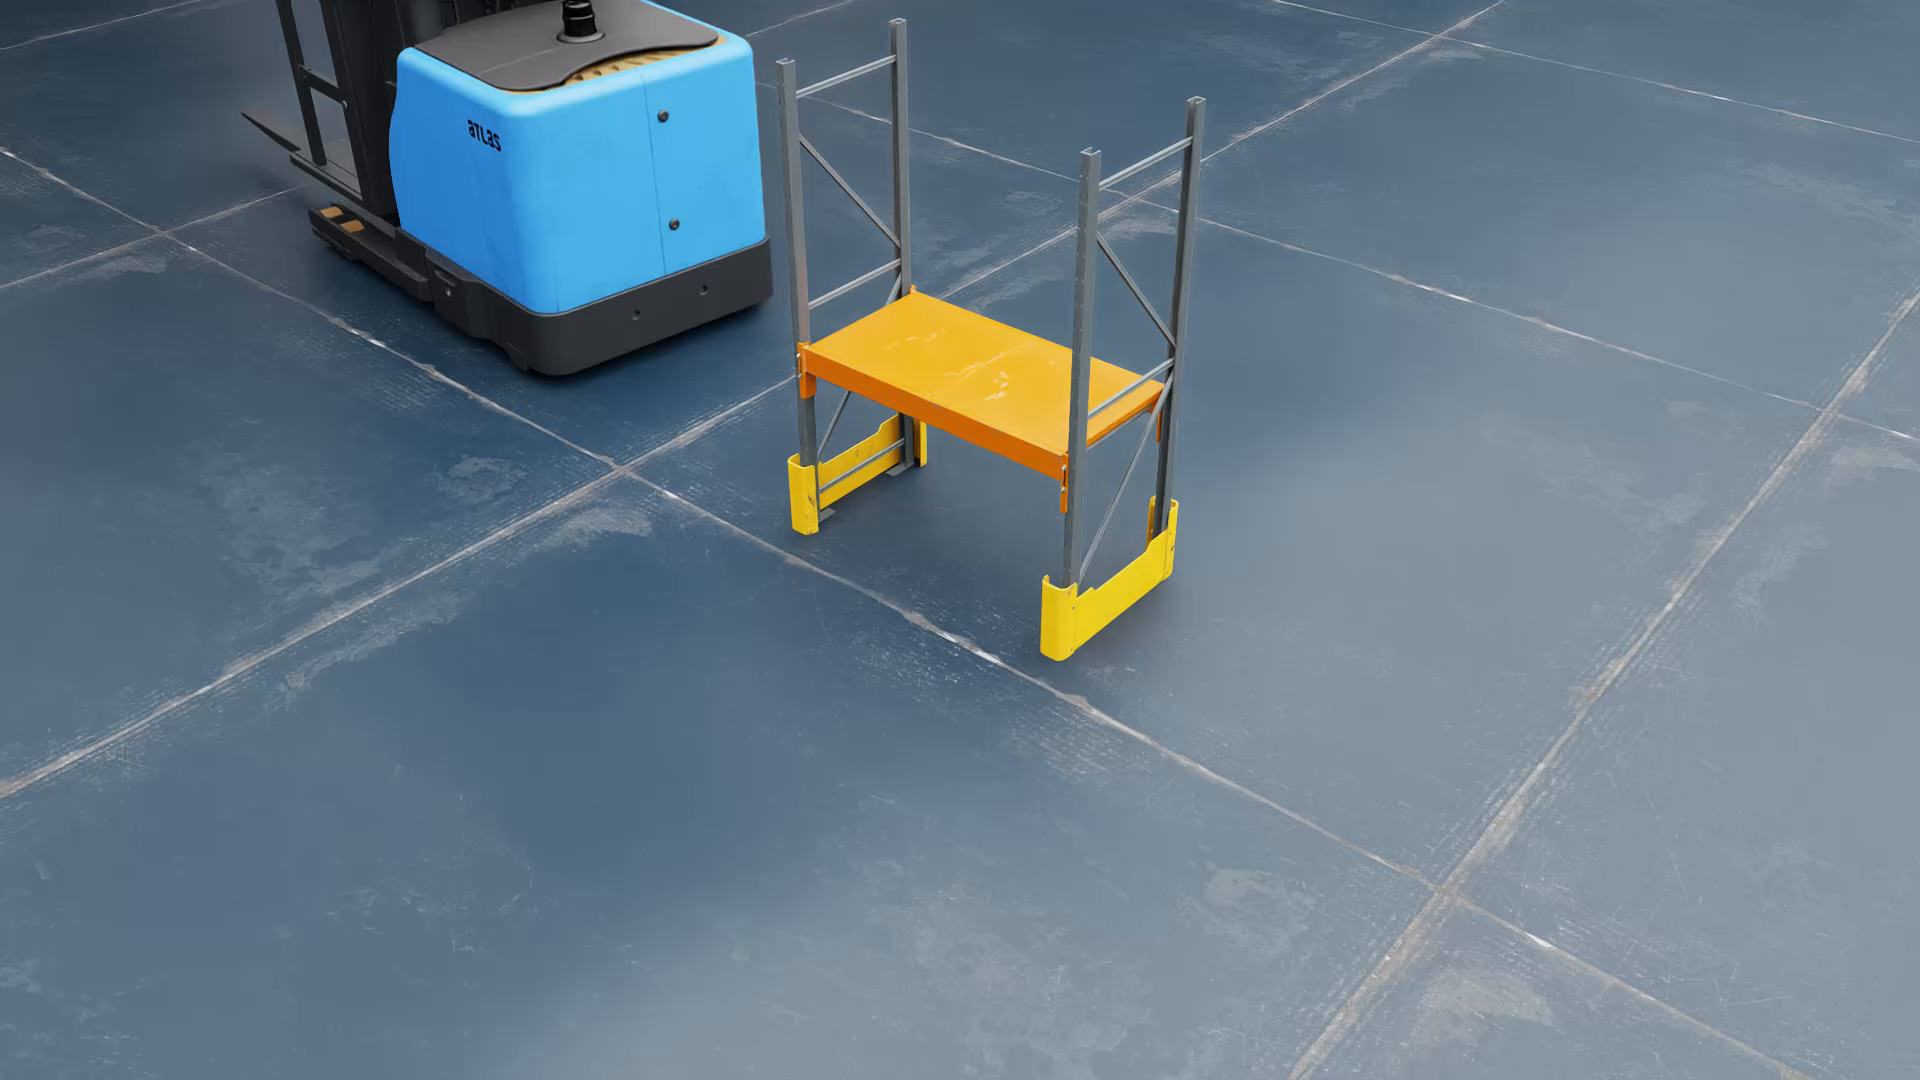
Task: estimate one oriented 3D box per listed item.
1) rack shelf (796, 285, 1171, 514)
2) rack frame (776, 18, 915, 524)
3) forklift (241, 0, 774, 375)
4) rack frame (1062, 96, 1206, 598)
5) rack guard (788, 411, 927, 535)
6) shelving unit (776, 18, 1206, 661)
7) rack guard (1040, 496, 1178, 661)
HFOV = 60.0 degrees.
[{"bbox_3d":[0.066,-0.439,4.882,1.000,0.185,0.538,25,42,32],"label":"rack shelf"},{"bbox_3d":[-0.325,-0.771,5.049,0.032,1.500,0.500,25,42,32],"label":"rack frame"},{"bbox_3d":[-2.102,-2.547,6.369,1.130,2.935,3.031,-28,43,-34],"label":"forklift"},{"bbox_3d":[0.456,-0.403,4.512,0.032,1.500,0.500,25,42,32],"label":"rack frame"},{"bbox_3d":[-0.324,-0.256,5.402,0.087,0.250,0.587,25,42,32],"label":"rack guard"},{"bbox_3d":[0.059,-0.591,4.785,1.083,1.500,0.587,25,42,32],"label":"shelving unit"},{"bbox_3d":[0.441,0.105,4.876,0.087,0.250,0.587,25,42,32],"label":"rack guard"}]
